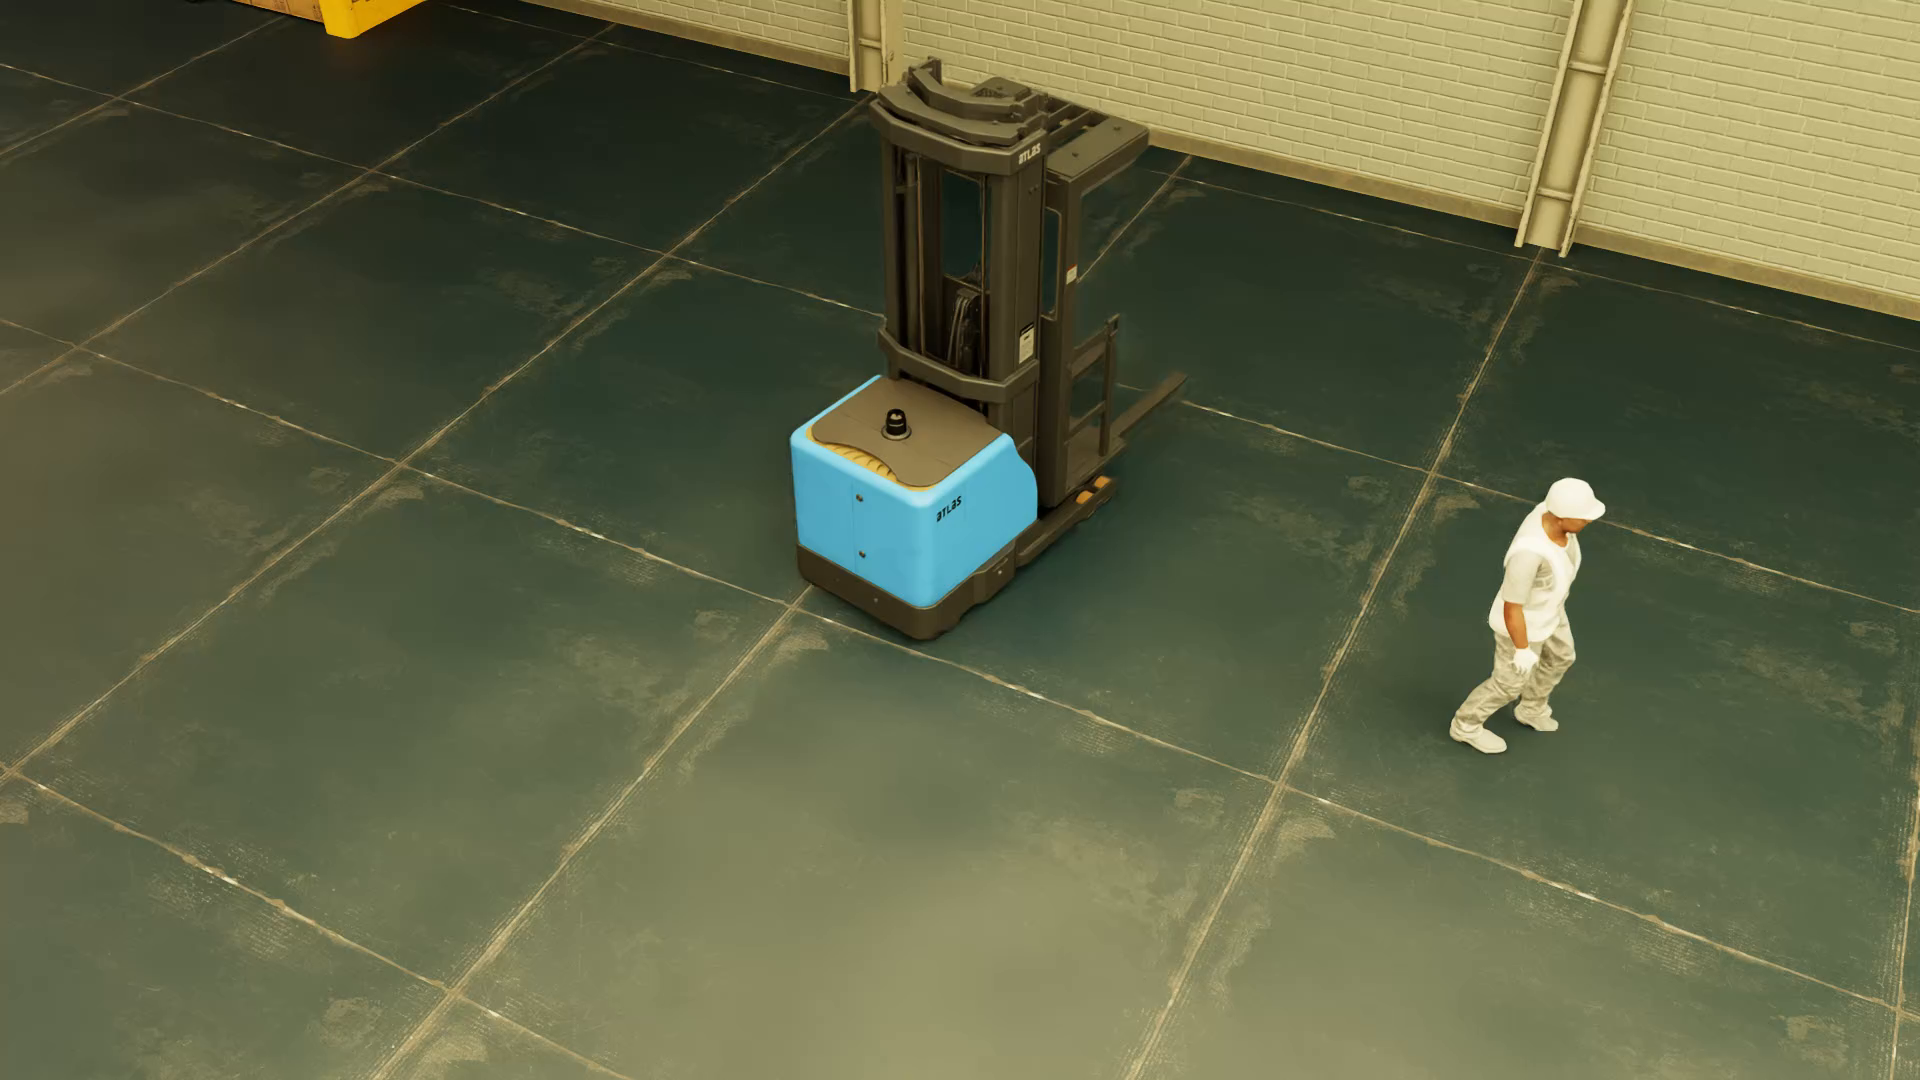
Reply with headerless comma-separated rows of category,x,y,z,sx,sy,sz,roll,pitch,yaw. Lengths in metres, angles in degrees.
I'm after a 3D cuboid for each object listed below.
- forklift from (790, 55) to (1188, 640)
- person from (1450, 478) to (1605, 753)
forklift,0.340,-1.442,9.699,1.130,2.935,3.031,27,47,28
person,2.929,0.428,8.433,0.530,1.823,0.655,22,45,24
